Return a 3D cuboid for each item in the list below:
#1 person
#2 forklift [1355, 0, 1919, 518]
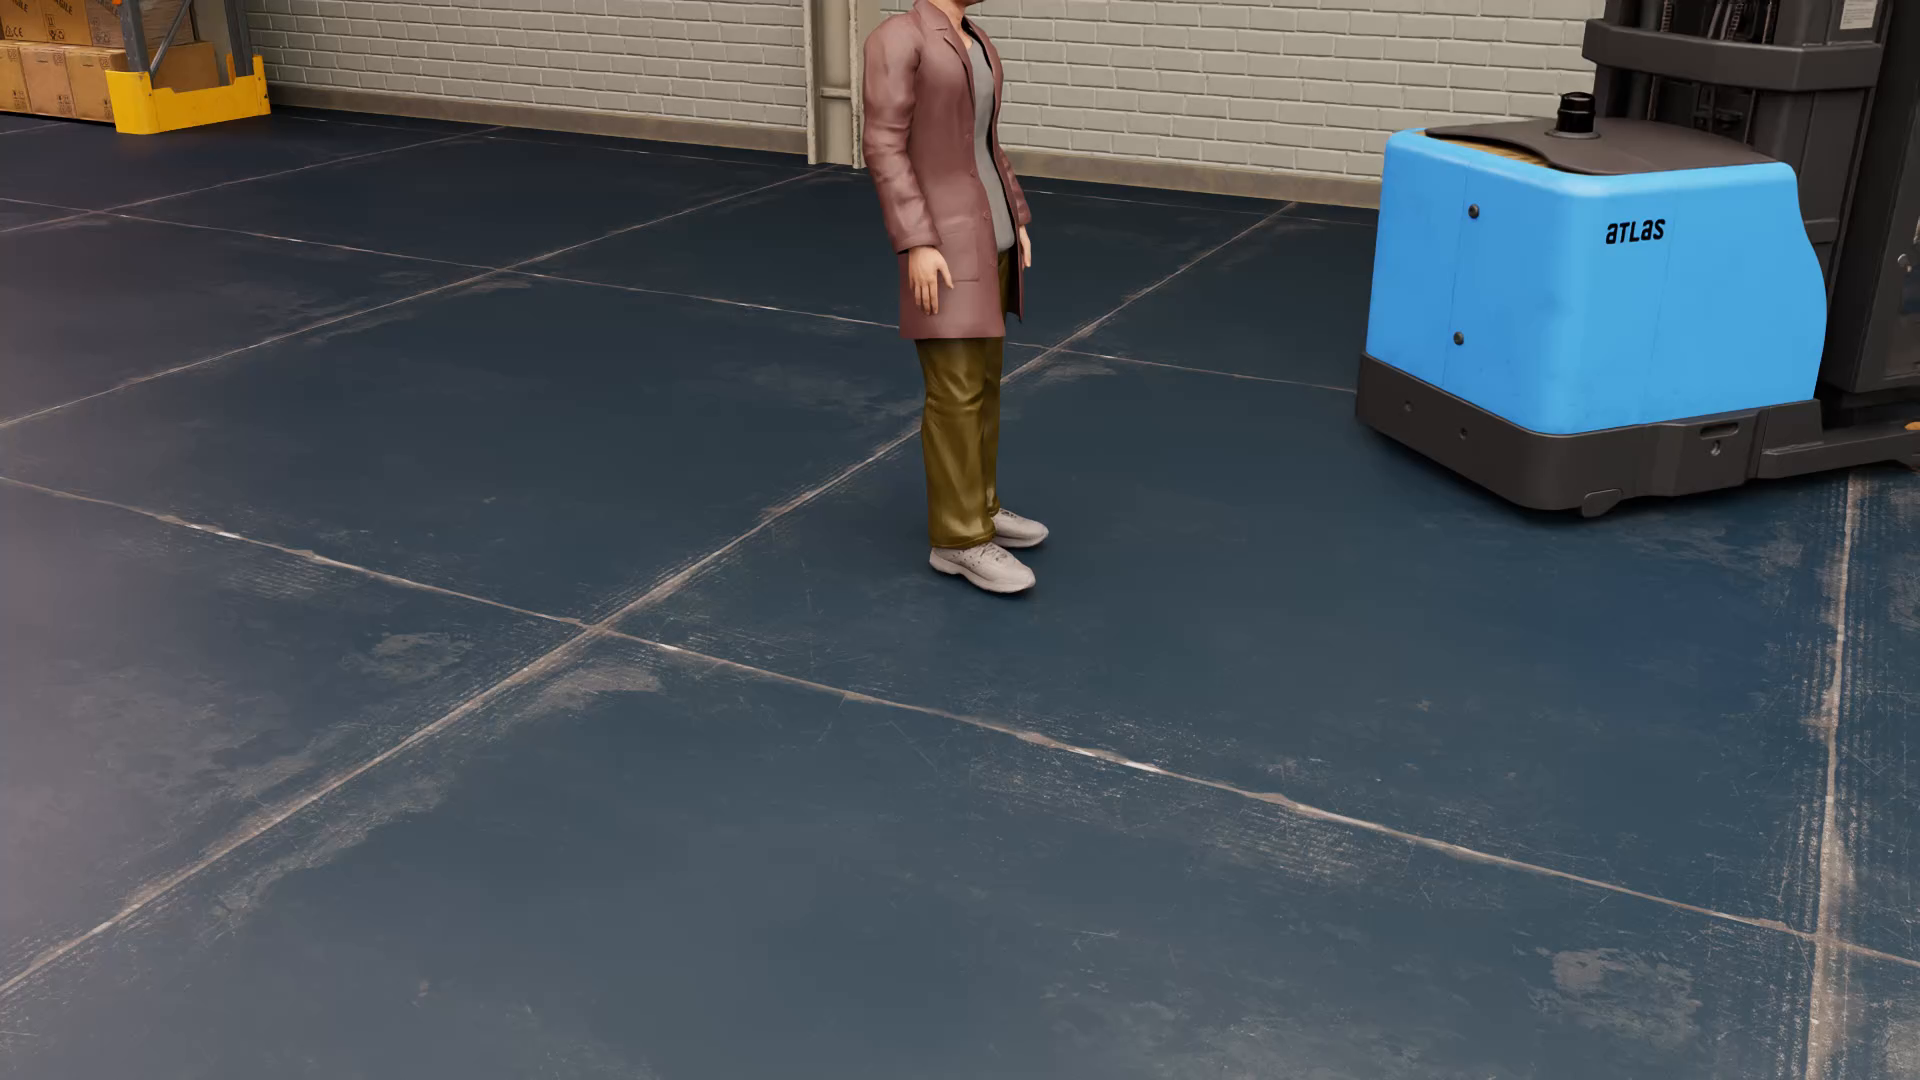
[{"bbox_3d":[0.080,-0.807,4.675,0.579,1.778,0.696,11,25,25],"label":"person"},{"bbox_3d":[2.976,-1.764,5.473,3.031,2.935,1.130,-9,24,-19],"label":"forklift"}]
